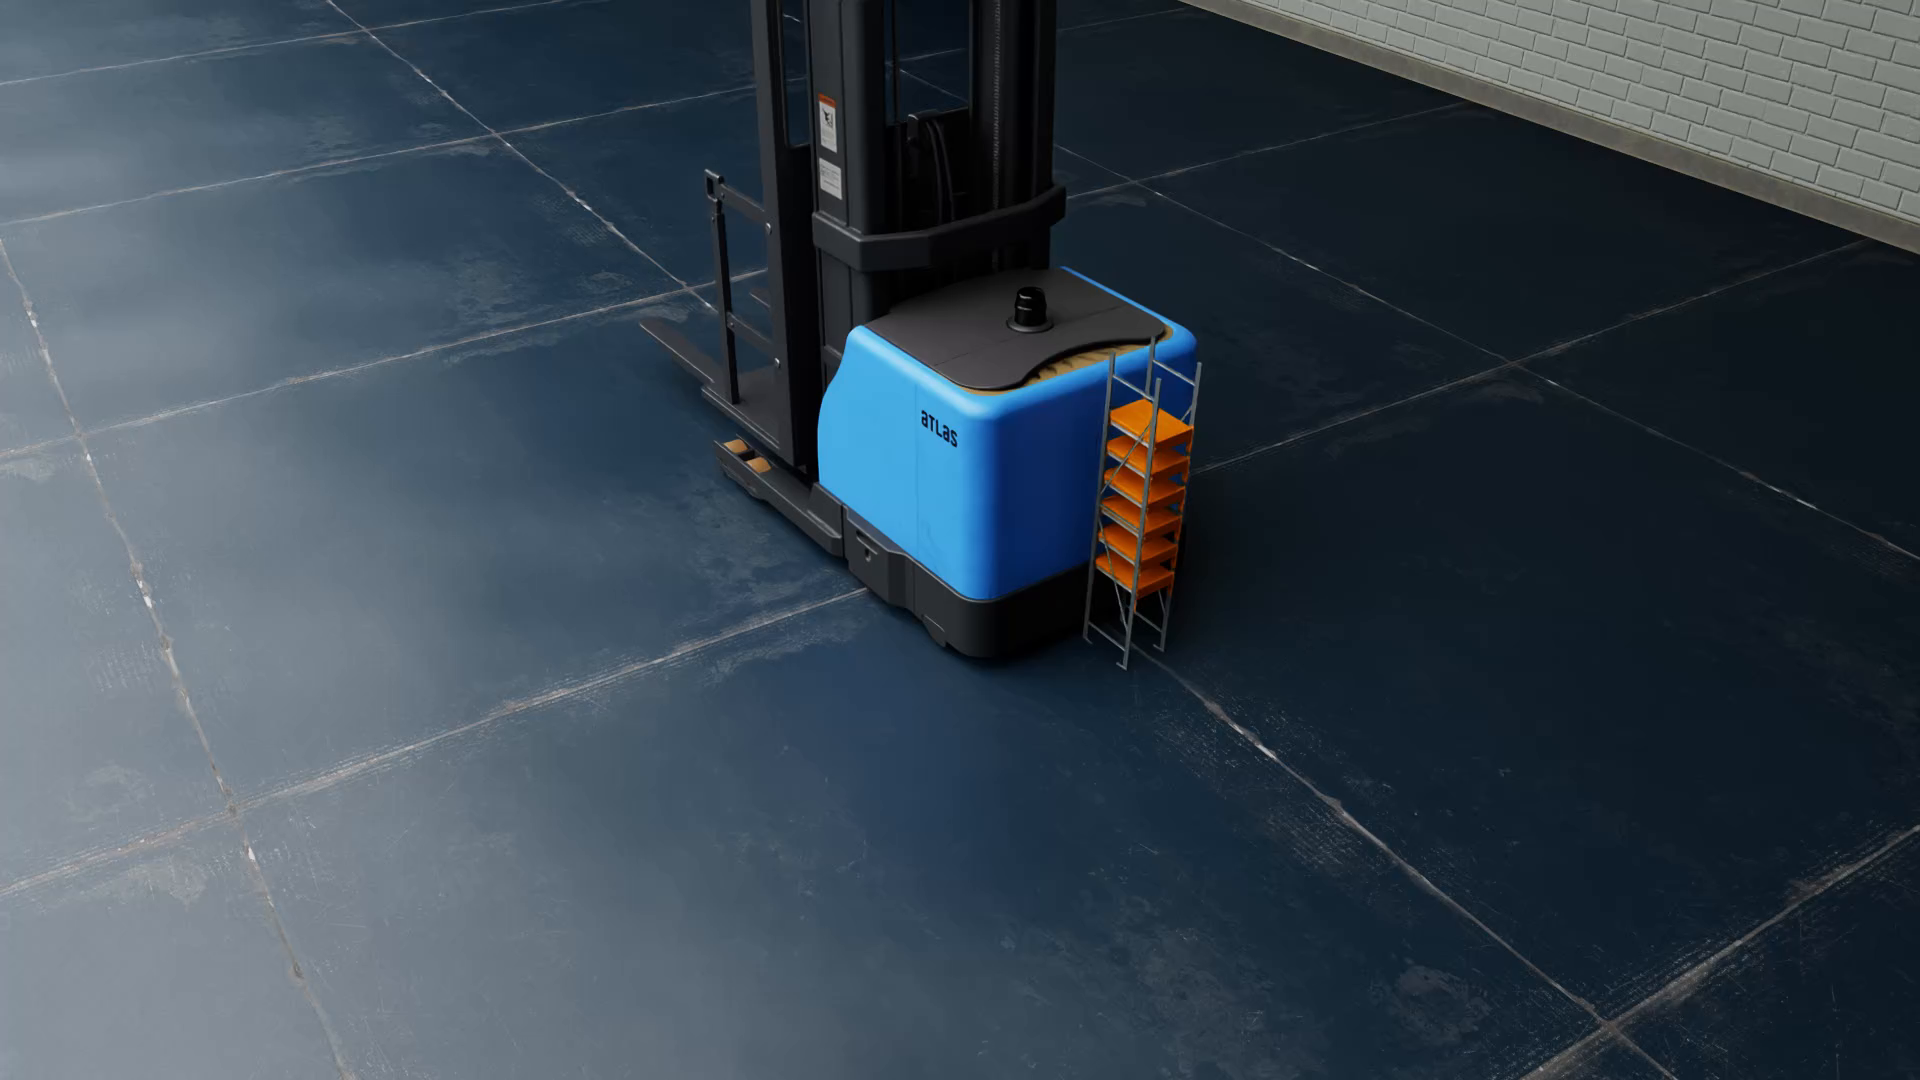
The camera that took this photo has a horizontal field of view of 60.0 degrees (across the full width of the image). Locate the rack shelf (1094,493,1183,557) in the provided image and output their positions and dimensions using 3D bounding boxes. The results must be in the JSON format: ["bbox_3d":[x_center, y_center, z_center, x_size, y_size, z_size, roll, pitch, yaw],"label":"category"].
[{"bbox_3d":[0.620,-0.069,5.805,0.180,0.103,0.258,-23,42,-31],"label":"rack shelf"}]

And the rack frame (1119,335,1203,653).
[{"bbox_3d":[0.694,-0.136,5.827,0.006,1.200,0.240,-23,42,-31],"label":"rack frame"}]

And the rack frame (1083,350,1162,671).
[{"bbox_3d":[0.550,-0.076,5.732,0.006,1.200,0.240,-23,42,-31],"label":"rack frame"}]

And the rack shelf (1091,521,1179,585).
[{"bbox_3d":[0.616,0.029,5.874,0.180,0.103,0.258,-23,42,-31],"label":"rack shelf"}]

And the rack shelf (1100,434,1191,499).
[{"bbox_3d":[0.629,-0.266,5.668,0.180,0.103,0.258,-23,42,-31],"label":"rack shelf"}]

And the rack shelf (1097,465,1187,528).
[{"bbox_3d":[0.625,-0.168,5.736,0.180,0.103,0.258,-23,42,-31],"label":"rack shelf"}]

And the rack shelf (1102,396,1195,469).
[{"bbox_3d":[0.633,-0.364,5.599,0.180,0.103,0.258,-23,42,-31],"label":"rack shelf"}]

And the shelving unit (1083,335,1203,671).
[{"bbox_3d":[0.622,-0.106,5.779,0.189,1.200,0.258,-23,42,-31],"label":"shelving unit"}]

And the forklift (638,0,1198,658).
[{"bbox_3d":[-0.399,-1.555,6.468,1.130,2.935,3.031,-21,38,-29],"label":"forklift"}]

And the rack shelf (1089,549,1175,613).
[{"bbox_3d":[0.612,0.127,5.942,0.180,0.103,0.258,-23,42,-31],"label":"rack shelf"}]
